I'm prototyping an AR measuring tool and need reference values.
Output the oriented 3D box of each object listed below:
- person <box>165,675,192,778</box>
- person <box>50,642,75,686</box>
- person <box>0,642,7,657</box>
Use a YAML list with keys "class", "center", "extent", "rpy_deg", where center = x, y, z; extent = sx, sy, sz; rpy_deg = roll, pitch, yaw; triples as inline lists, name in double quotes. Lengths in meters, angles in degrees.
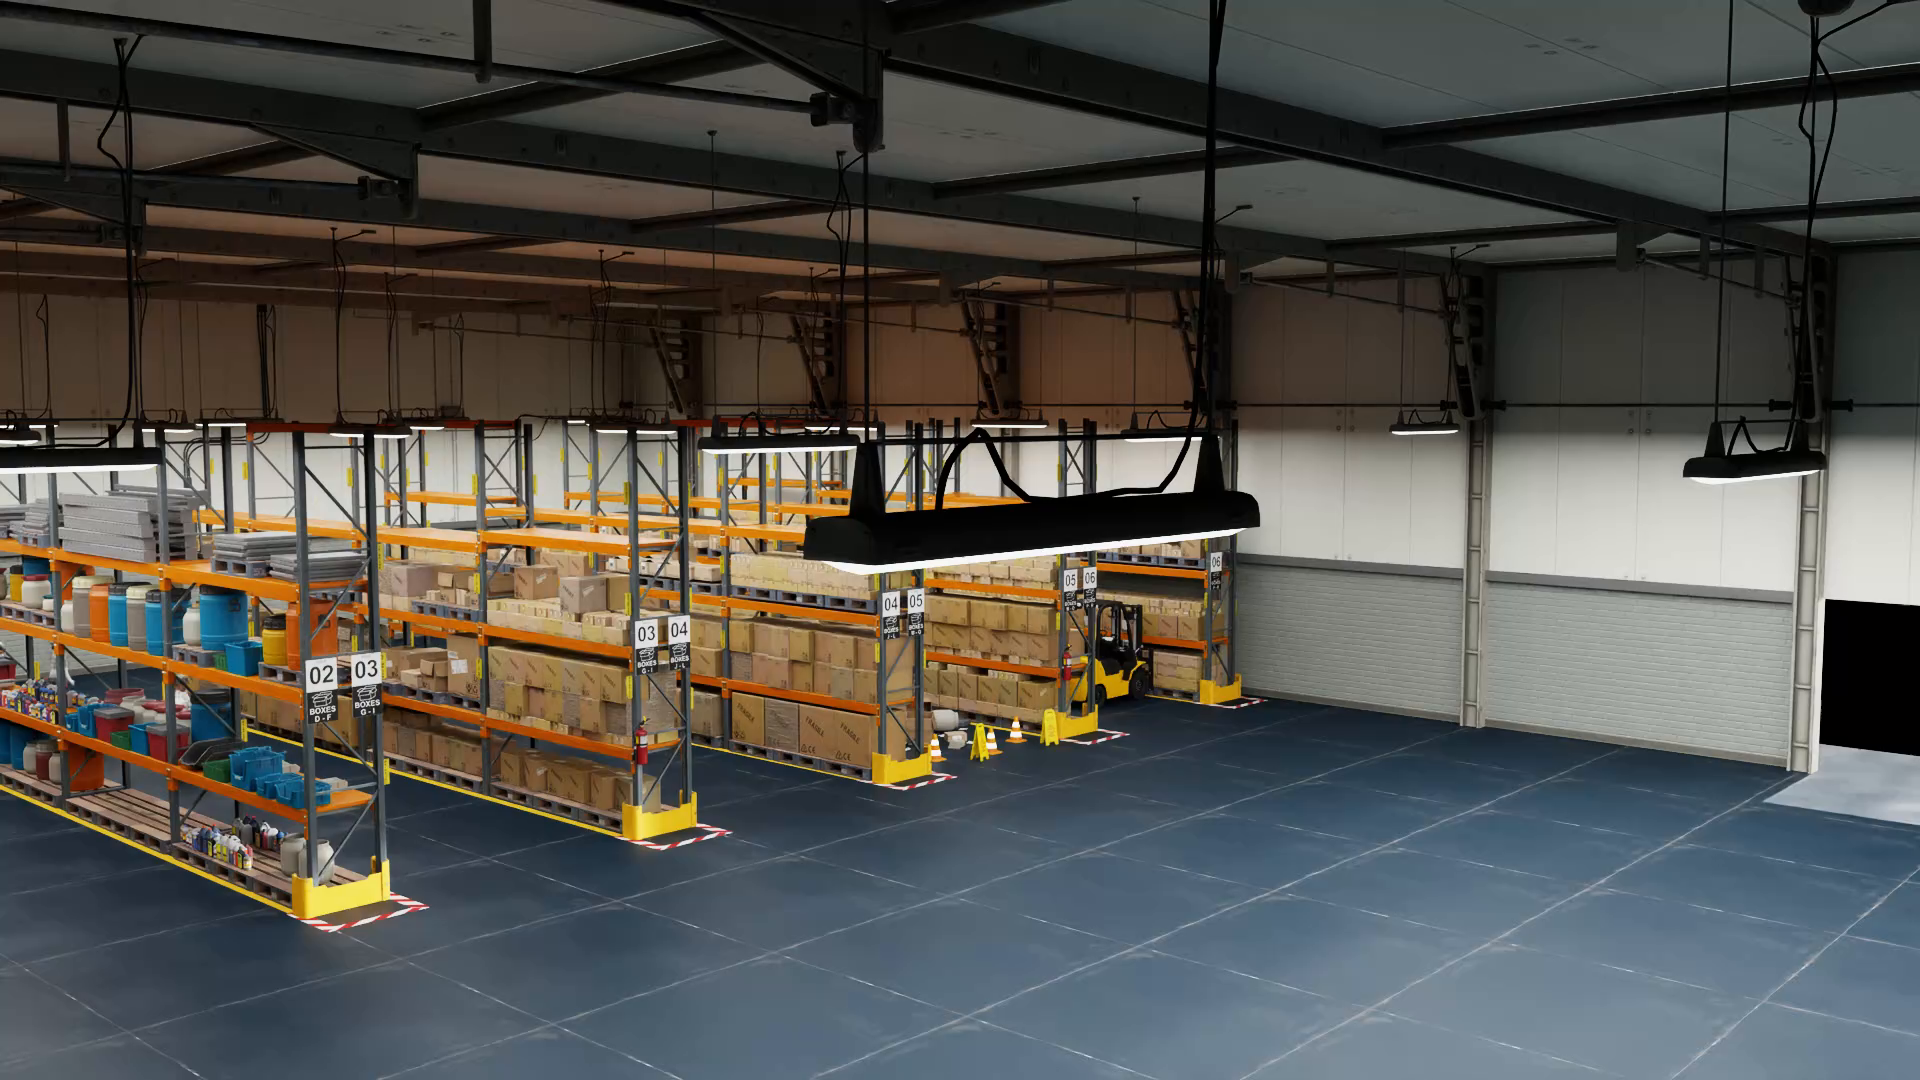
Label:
- class: "person"
  center: [-13.165, 3.157, 28.267]
  extent: [0.590, 1.785, 0.719]
  rpy_deg: [-1, 5, -9]
- class: "person"
  center: [-17.883, 2.815, 33.089]
  extent: [0.528, 1.737, 0.606]
  rpy_deg: [3, 5, 30]
- class: "person"
  center: [-19.060, 2.807, 33.052]
  extent: [1.076, 1.581, 0.528]
  rpy_deg: [1, 5, 15]
